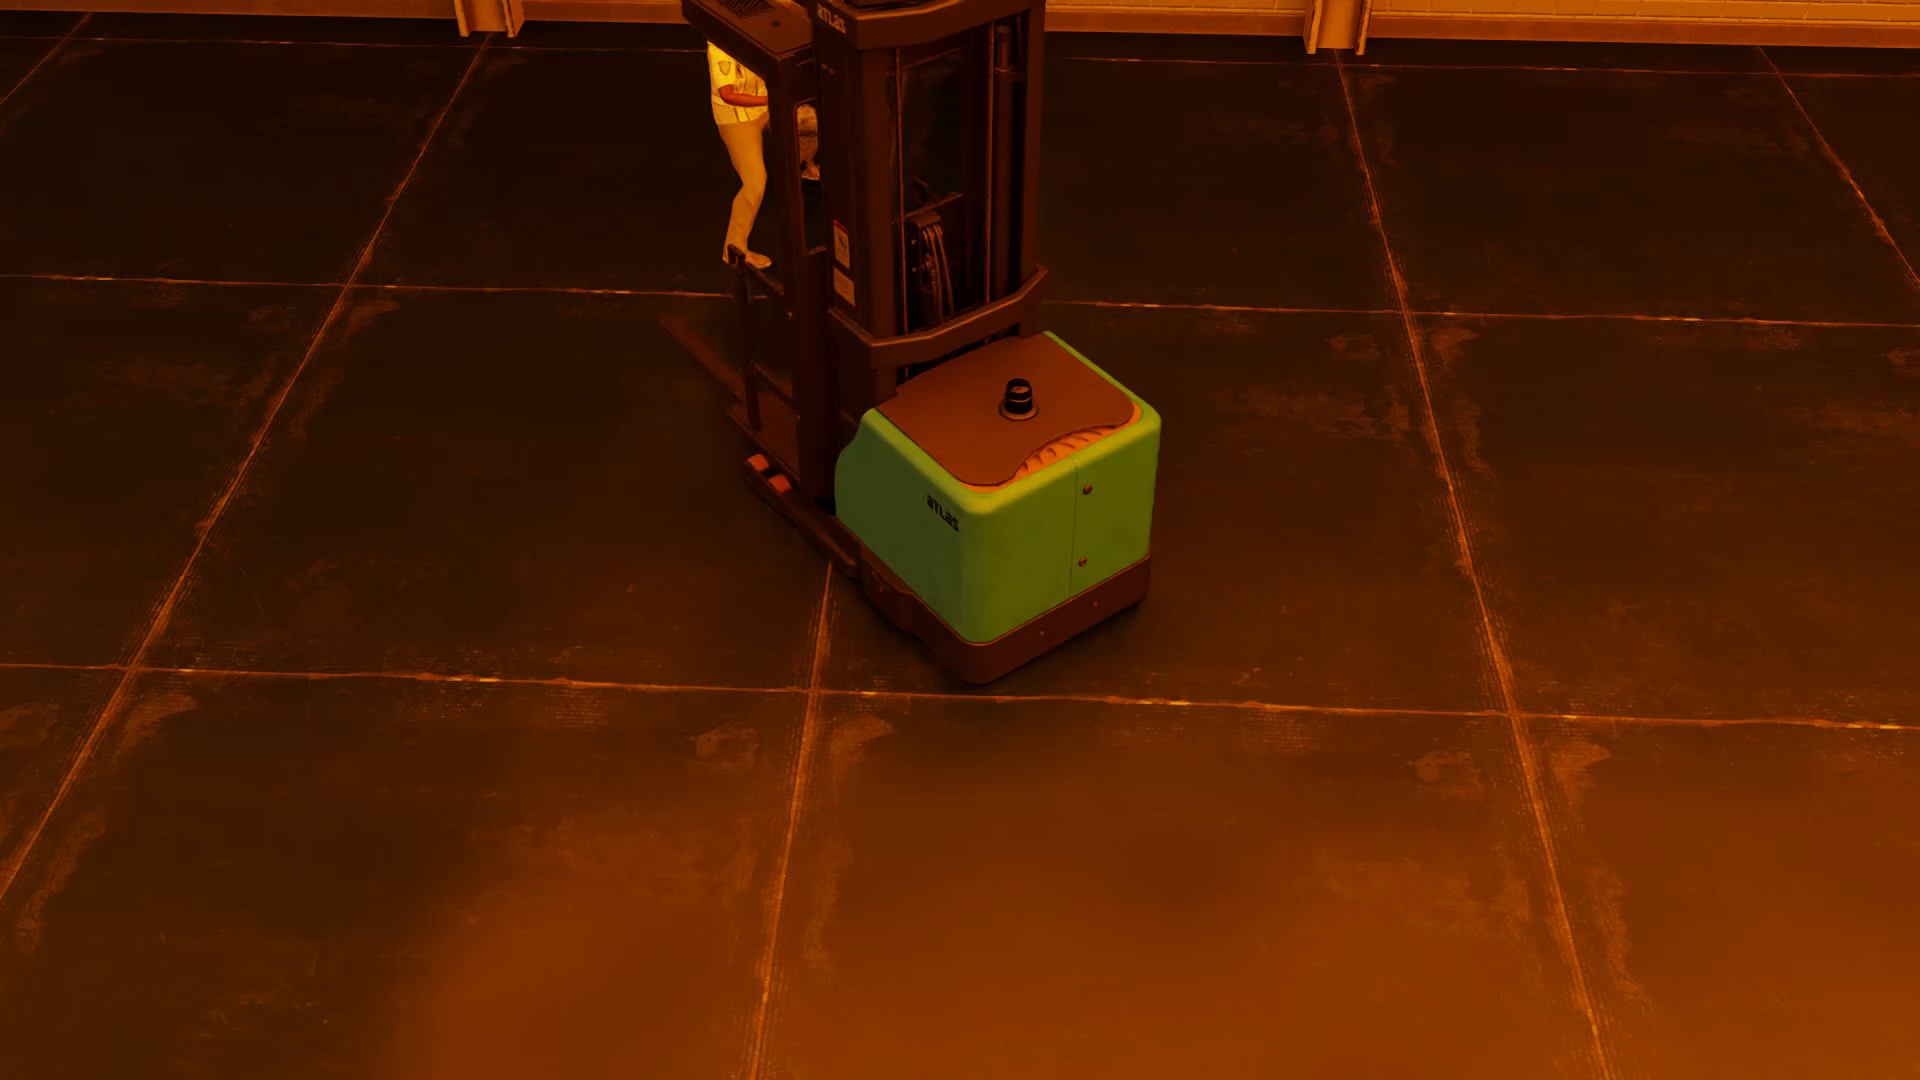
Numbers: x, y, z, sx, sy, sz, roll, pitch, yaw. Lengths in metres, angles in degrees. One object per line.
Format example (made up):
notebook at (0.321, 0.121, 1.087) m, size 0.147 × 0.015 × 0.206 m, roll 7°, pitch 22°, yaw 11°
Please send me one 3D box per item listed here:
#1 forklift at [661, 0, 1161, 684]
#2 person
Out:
forklift at (-0.427, -1.411, 7.288) m, size 1.130 × 2.935 × 3.031 m, roll -27°, pitch 49°, yaw -26°
person at (-1.076, -2.458, 9.542) m, size 0.670 × 1.438 × 1.126 m, roll 26°, pitch 48°, yaw 26°
